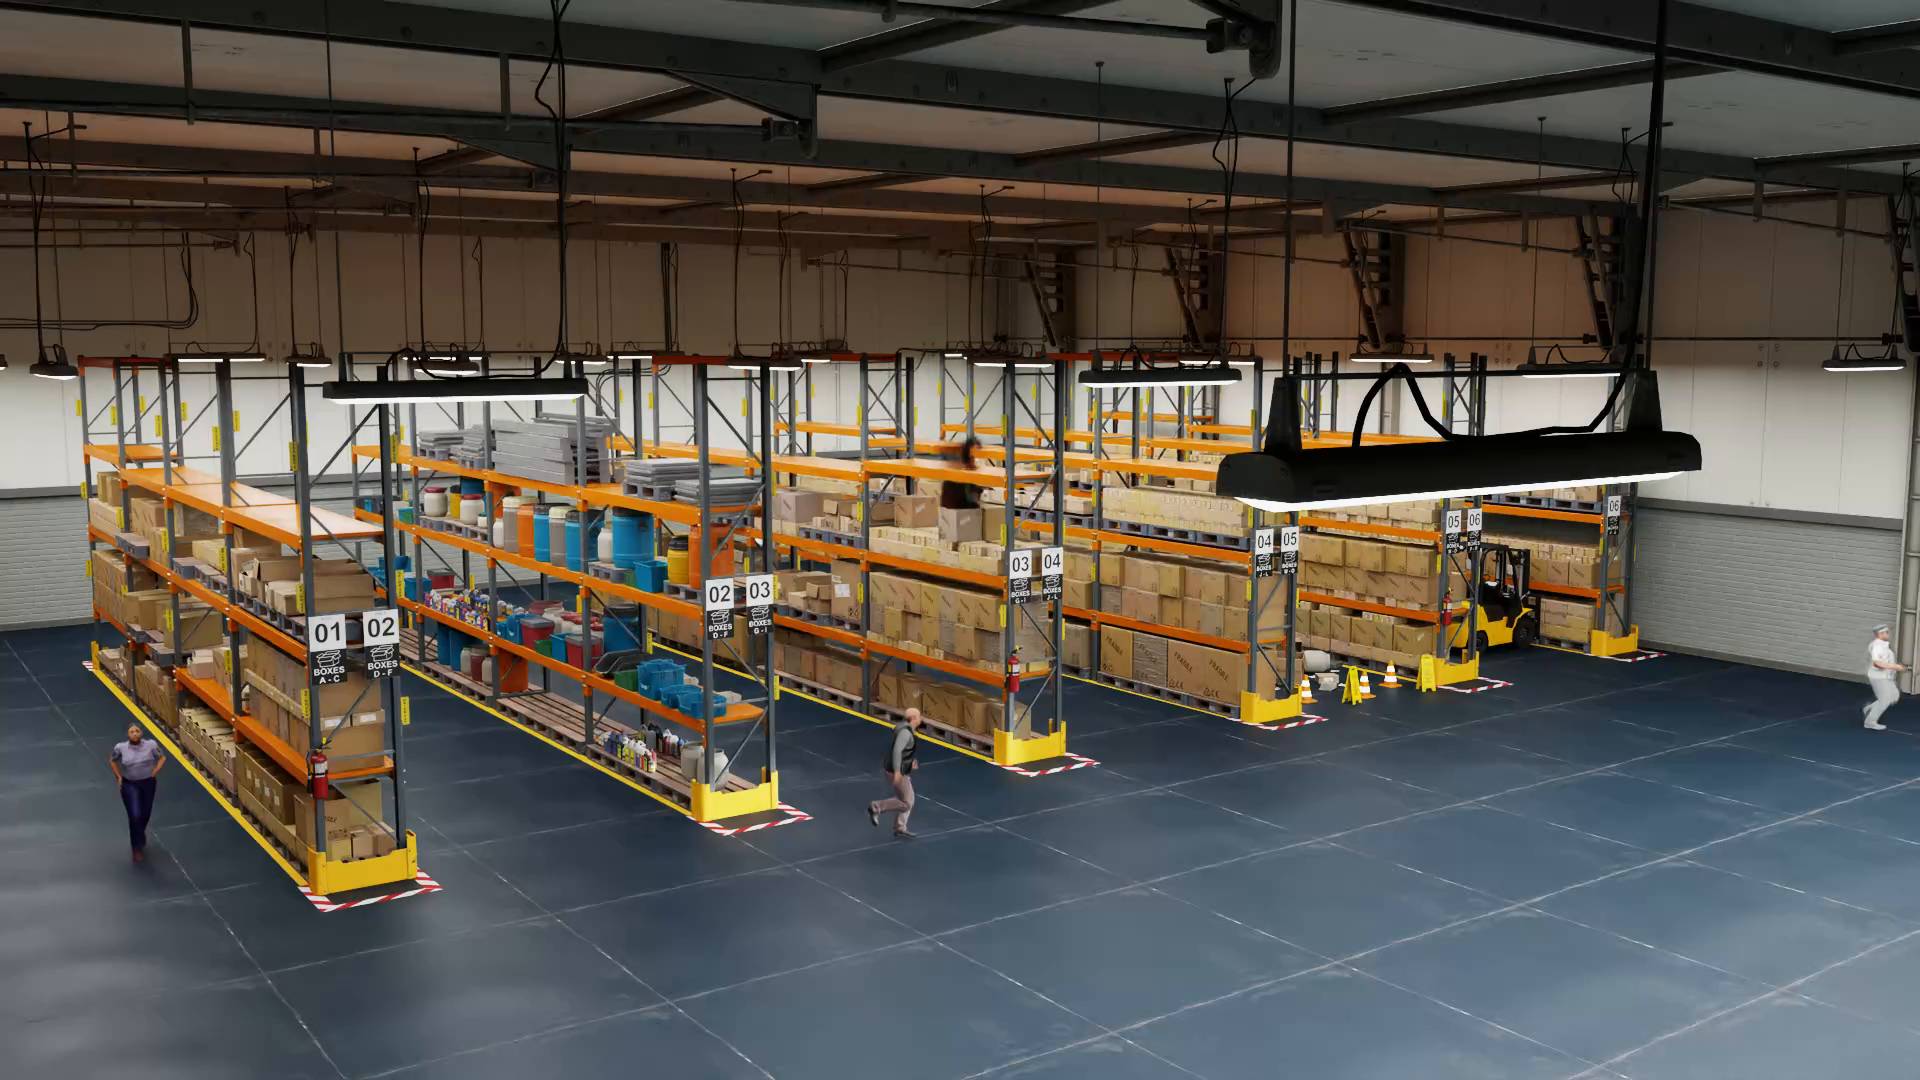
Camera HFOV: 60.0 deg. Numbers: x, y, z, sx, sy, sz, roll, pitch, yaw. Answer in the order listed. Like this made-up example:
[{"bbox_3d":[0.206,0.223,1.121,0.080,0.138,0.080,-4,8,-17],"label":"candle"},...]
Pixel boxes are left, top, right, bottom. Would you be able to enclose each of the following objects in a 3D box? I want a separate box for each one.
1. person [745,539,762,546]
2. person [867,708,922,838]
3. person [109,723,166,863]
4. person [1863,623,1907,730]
[{"bbox_3d":[-5.145,0.540,40.920,0.655,1.658,0.910,3,7,22],"label":"person"},{"bbox_3d":[-0.832,2.953,21.095,0.723,1.660,0.650,-2,7,-13],"label":"person"},{"bbox_3d":[-10.090,3.048,20.446,0.601,1.686,0.815,-5,9,-37],"label":"person"},{"bbox_3d":[14.973,2.203,26.900,0.592,1.737,0.651,4,8,32],"label":"person"}]
